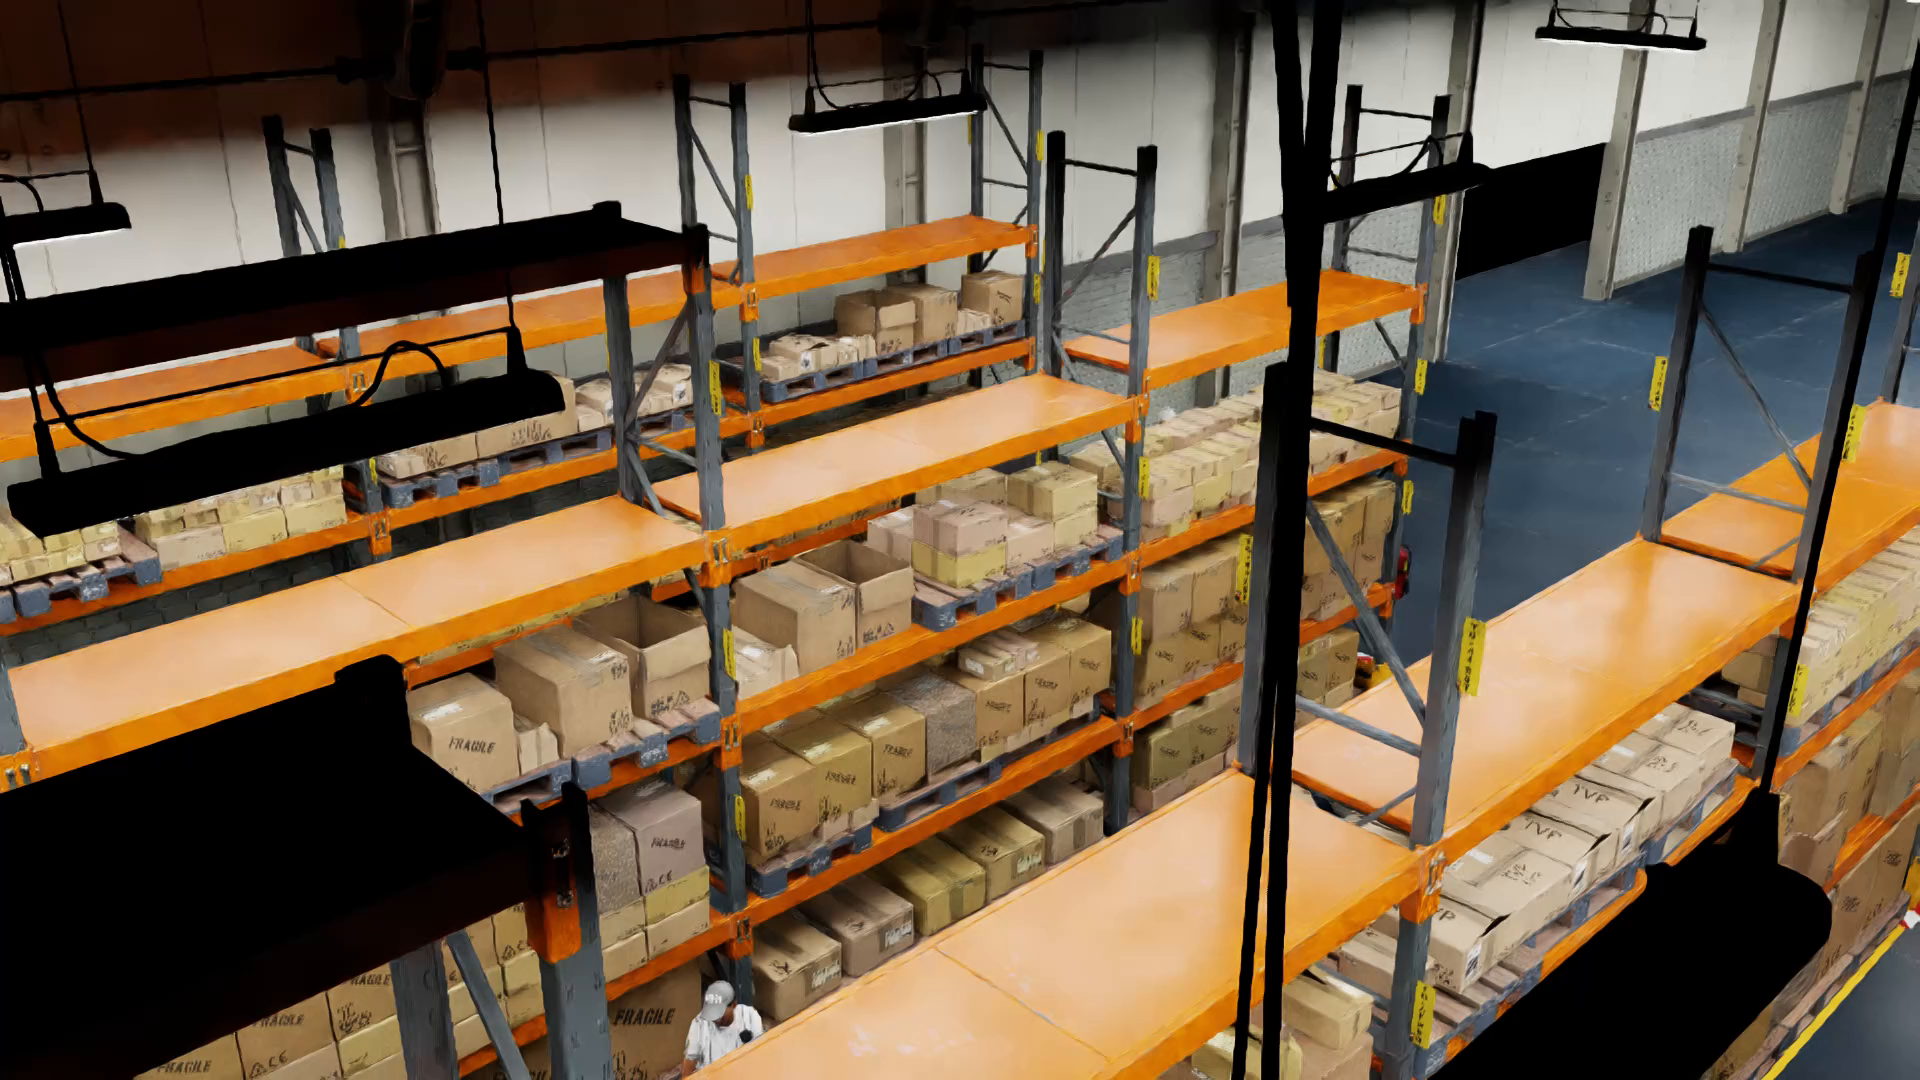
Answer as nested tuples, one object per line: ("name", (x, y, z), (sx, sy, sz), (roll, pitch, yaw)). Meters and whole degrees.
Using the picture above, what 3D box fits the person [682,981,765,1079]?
("person", (-1.438, 3.444, 10.330), (0.611, 1.650, 0.565), (-9, 24, -21))

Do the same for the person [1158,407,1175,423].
("person", (2.441, -0.810, 20.512), (0.714, 1.783, 0.567), (7, 23, 17))
